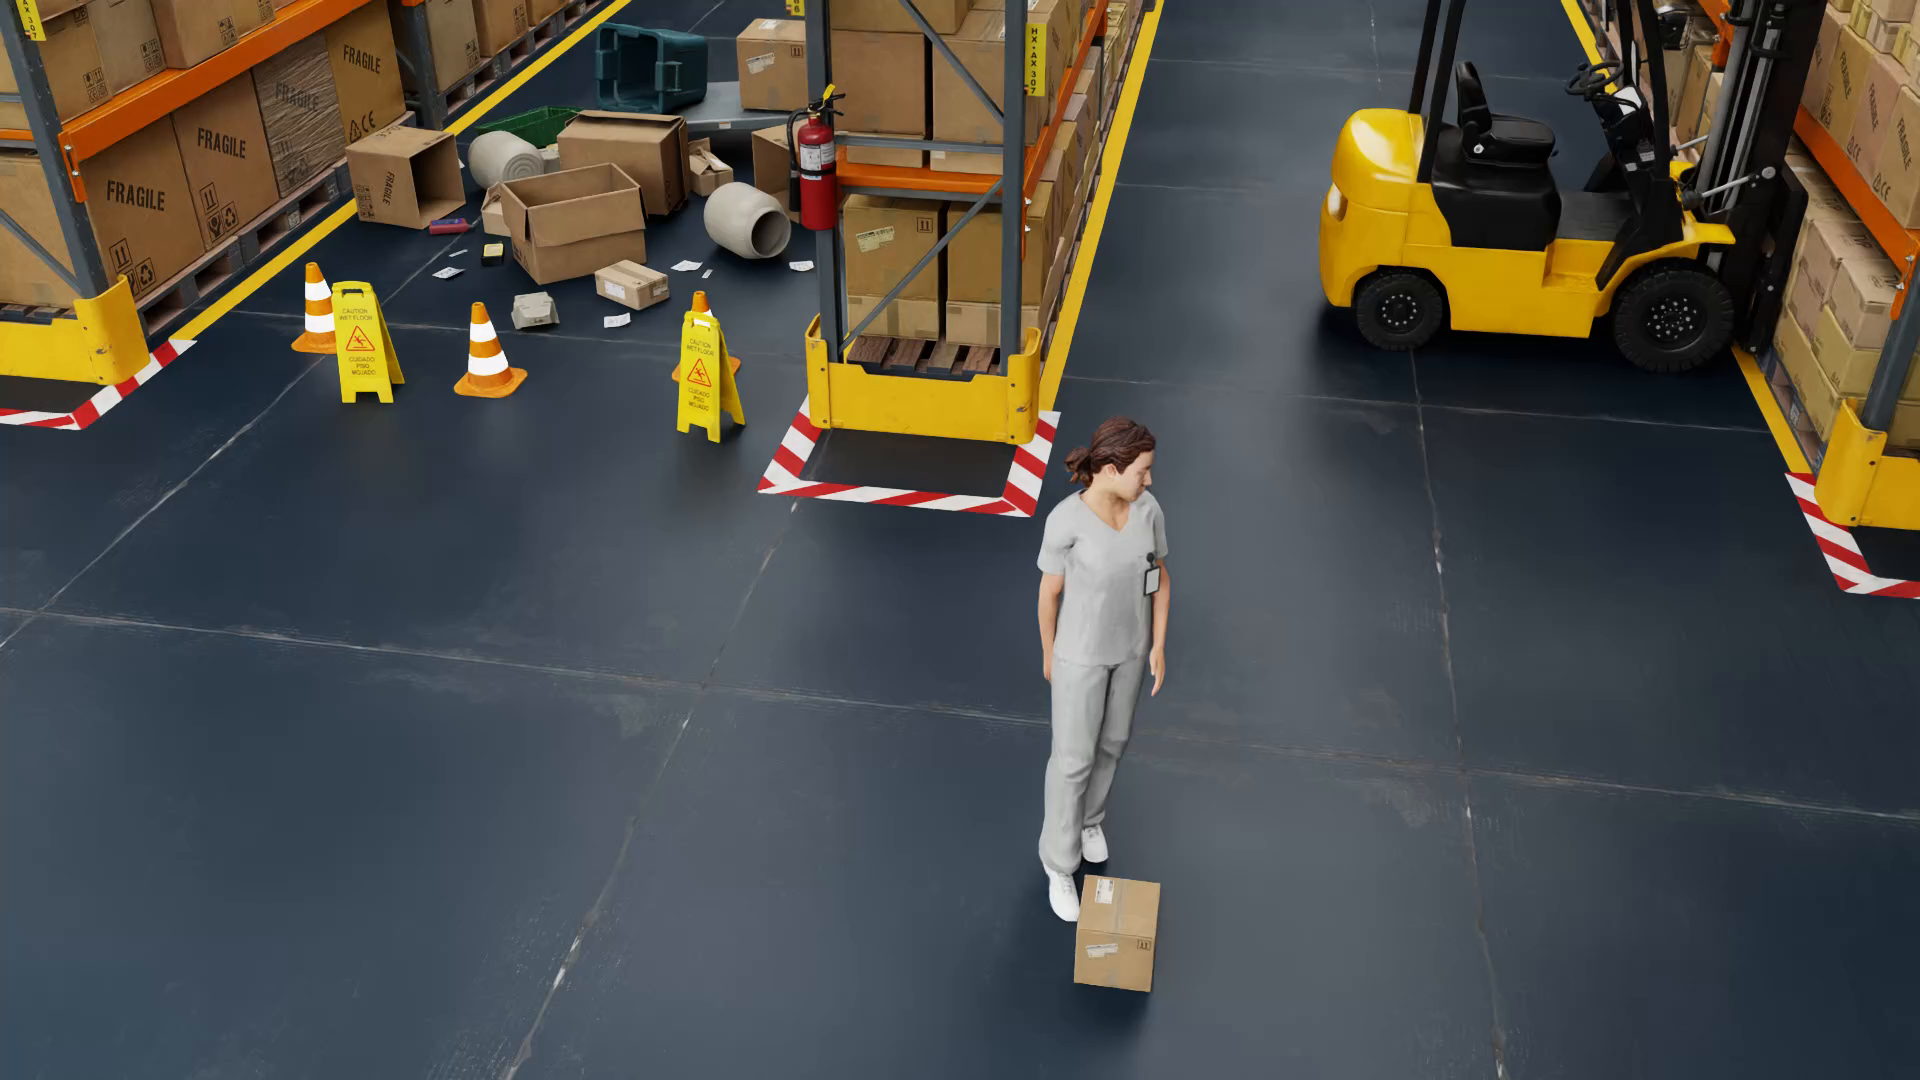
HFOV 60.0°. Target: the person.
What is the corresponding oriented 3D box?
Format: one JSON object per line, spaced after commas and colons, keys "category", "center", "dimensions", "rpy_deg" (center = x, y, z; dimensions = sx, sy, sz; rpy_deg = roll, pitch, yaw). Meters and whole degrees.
{"category": "person", "center": [0.479, 0.417, 5.486], "dimensions": [0.522, 1.694, 0.530], "rpy_deg": [-14, 35, -21]}
